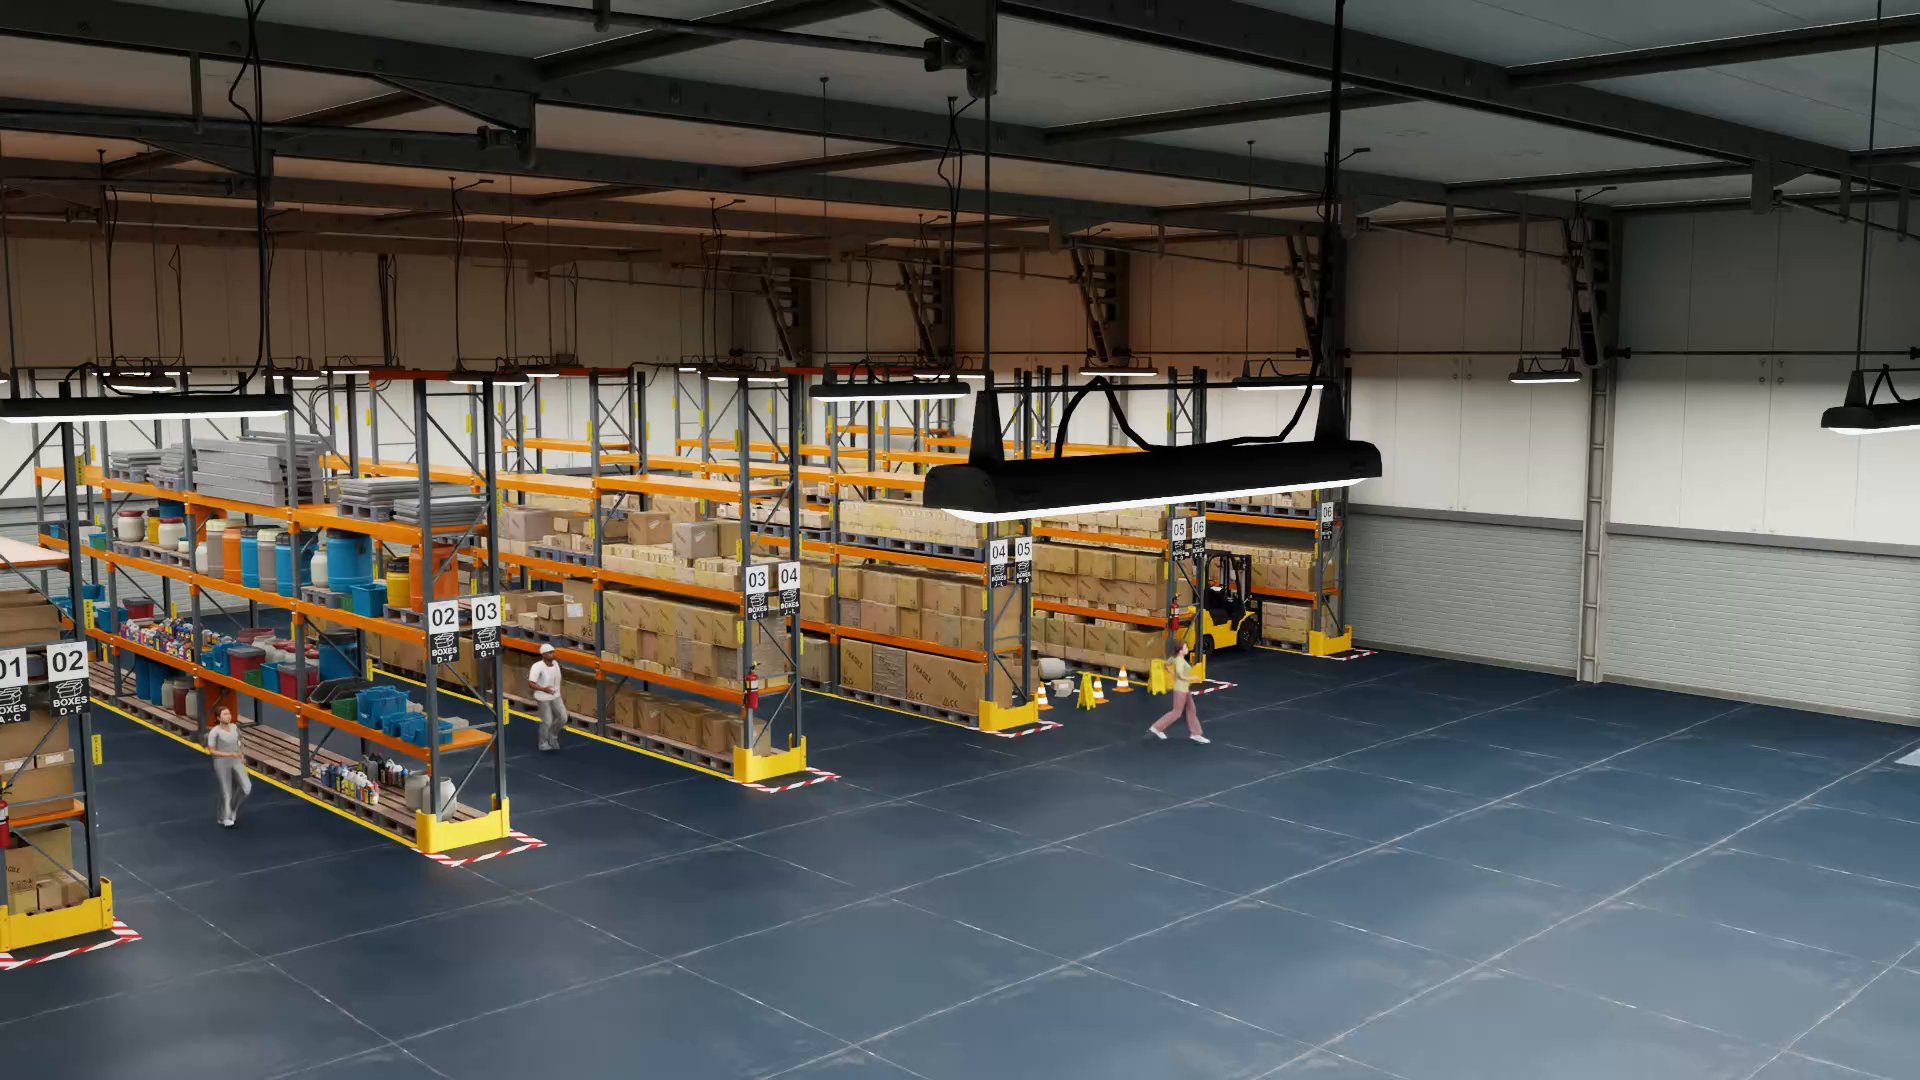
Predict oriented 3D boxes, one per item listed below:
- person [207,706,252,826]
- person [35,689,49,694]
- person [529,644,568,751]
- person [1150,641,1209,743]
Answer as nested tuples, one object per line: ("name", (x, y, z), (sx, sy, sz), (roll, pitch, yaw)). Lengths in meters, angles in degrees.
("person", (-9.728, 3.025, 22.174), (0.582, 1.613, 0.549), (4, 8, 31))
("person", (-14.366, 2.574, 25.610), (0.799, 1.762, 0.691), (5, 8, 39))
("person", (-6.483, 2.501, 26.283), (0.632, 1.738, 0.698), (5, 8, 38))
("person", (3.561, 2.463, 26.906), (0.964, 1.680, 0.588), (0, 6, 3))
